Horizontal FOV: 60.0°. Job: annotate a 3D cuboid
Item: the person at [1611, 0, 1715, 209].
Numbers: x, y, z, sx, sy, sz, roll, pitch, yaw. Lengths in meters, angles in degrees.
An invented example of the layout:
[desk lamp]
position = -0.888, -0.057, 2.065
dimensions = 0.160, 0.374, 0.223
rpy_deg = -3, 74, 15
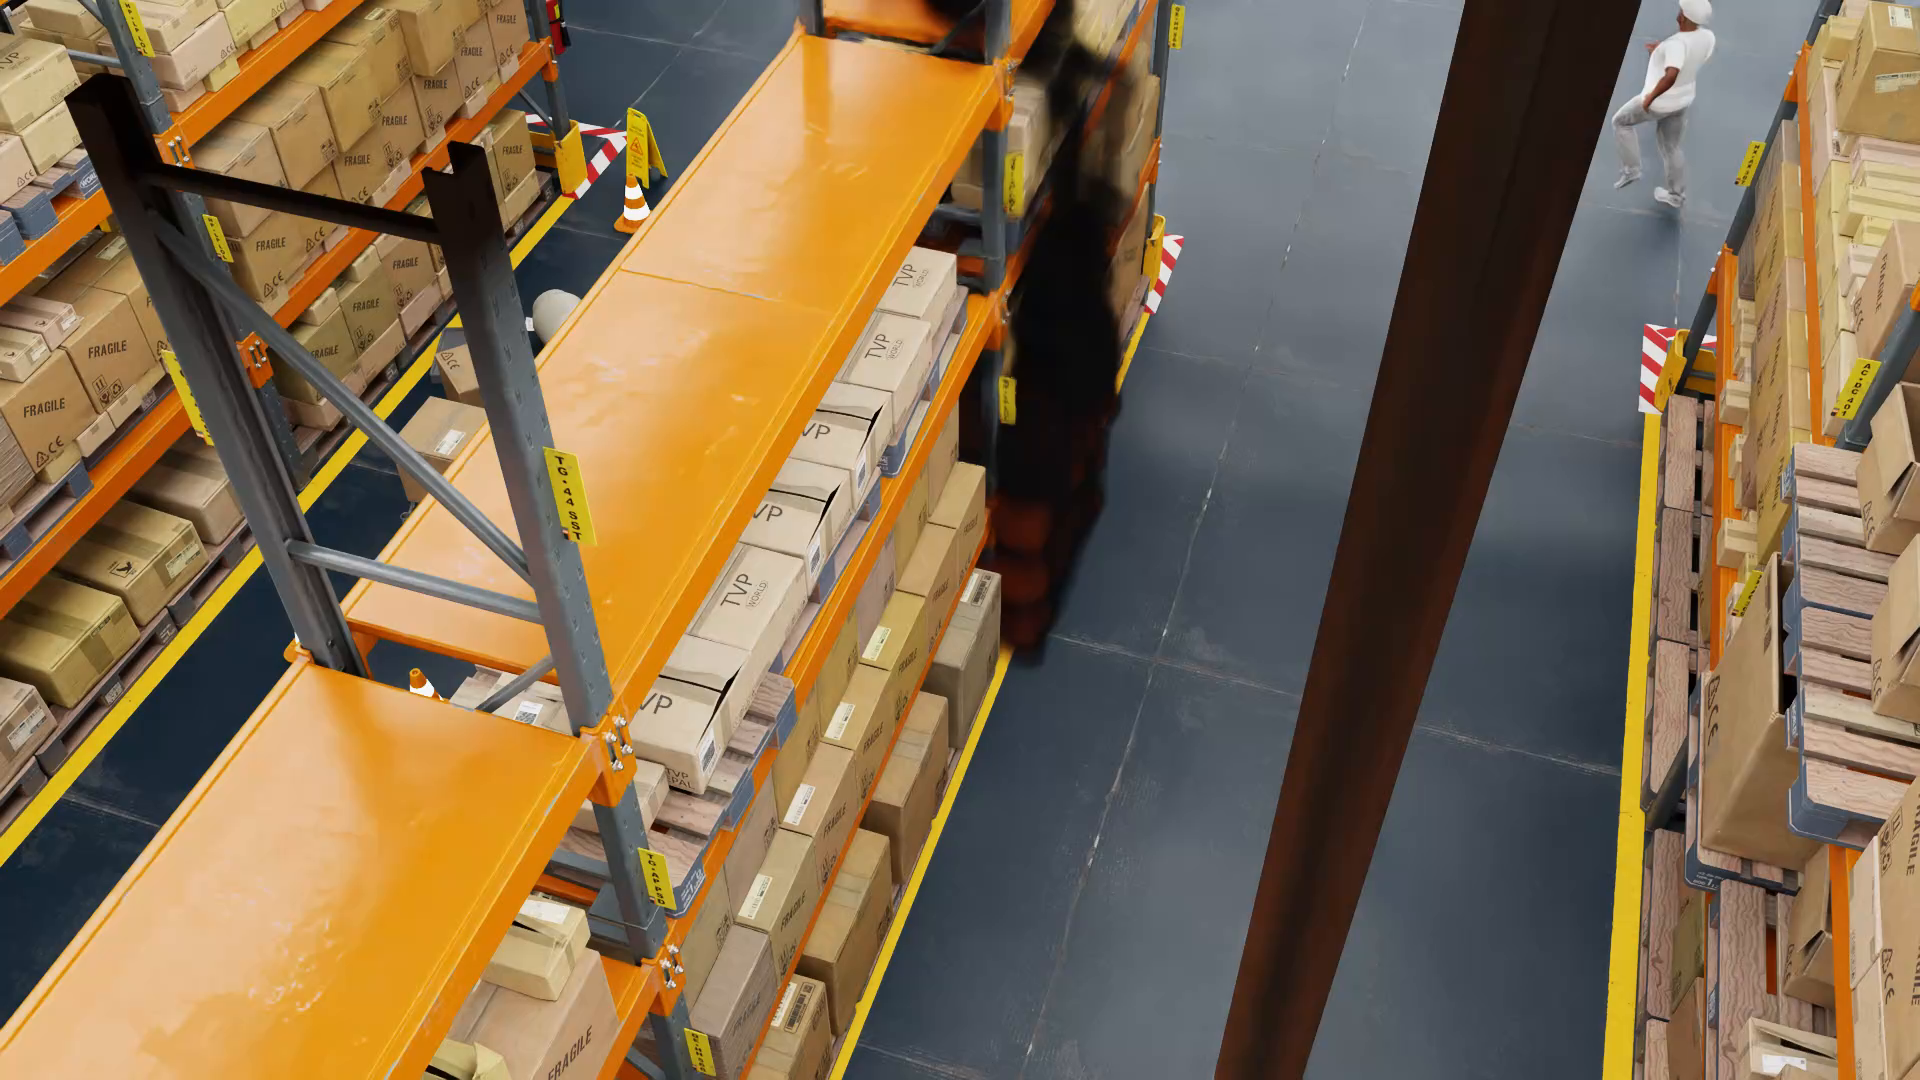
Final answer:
[person]
position = 5.629, -3.514, 13.328
dimensions = 0.719, 1.761, 0.858
rpy_deg = -19, 49, -18
